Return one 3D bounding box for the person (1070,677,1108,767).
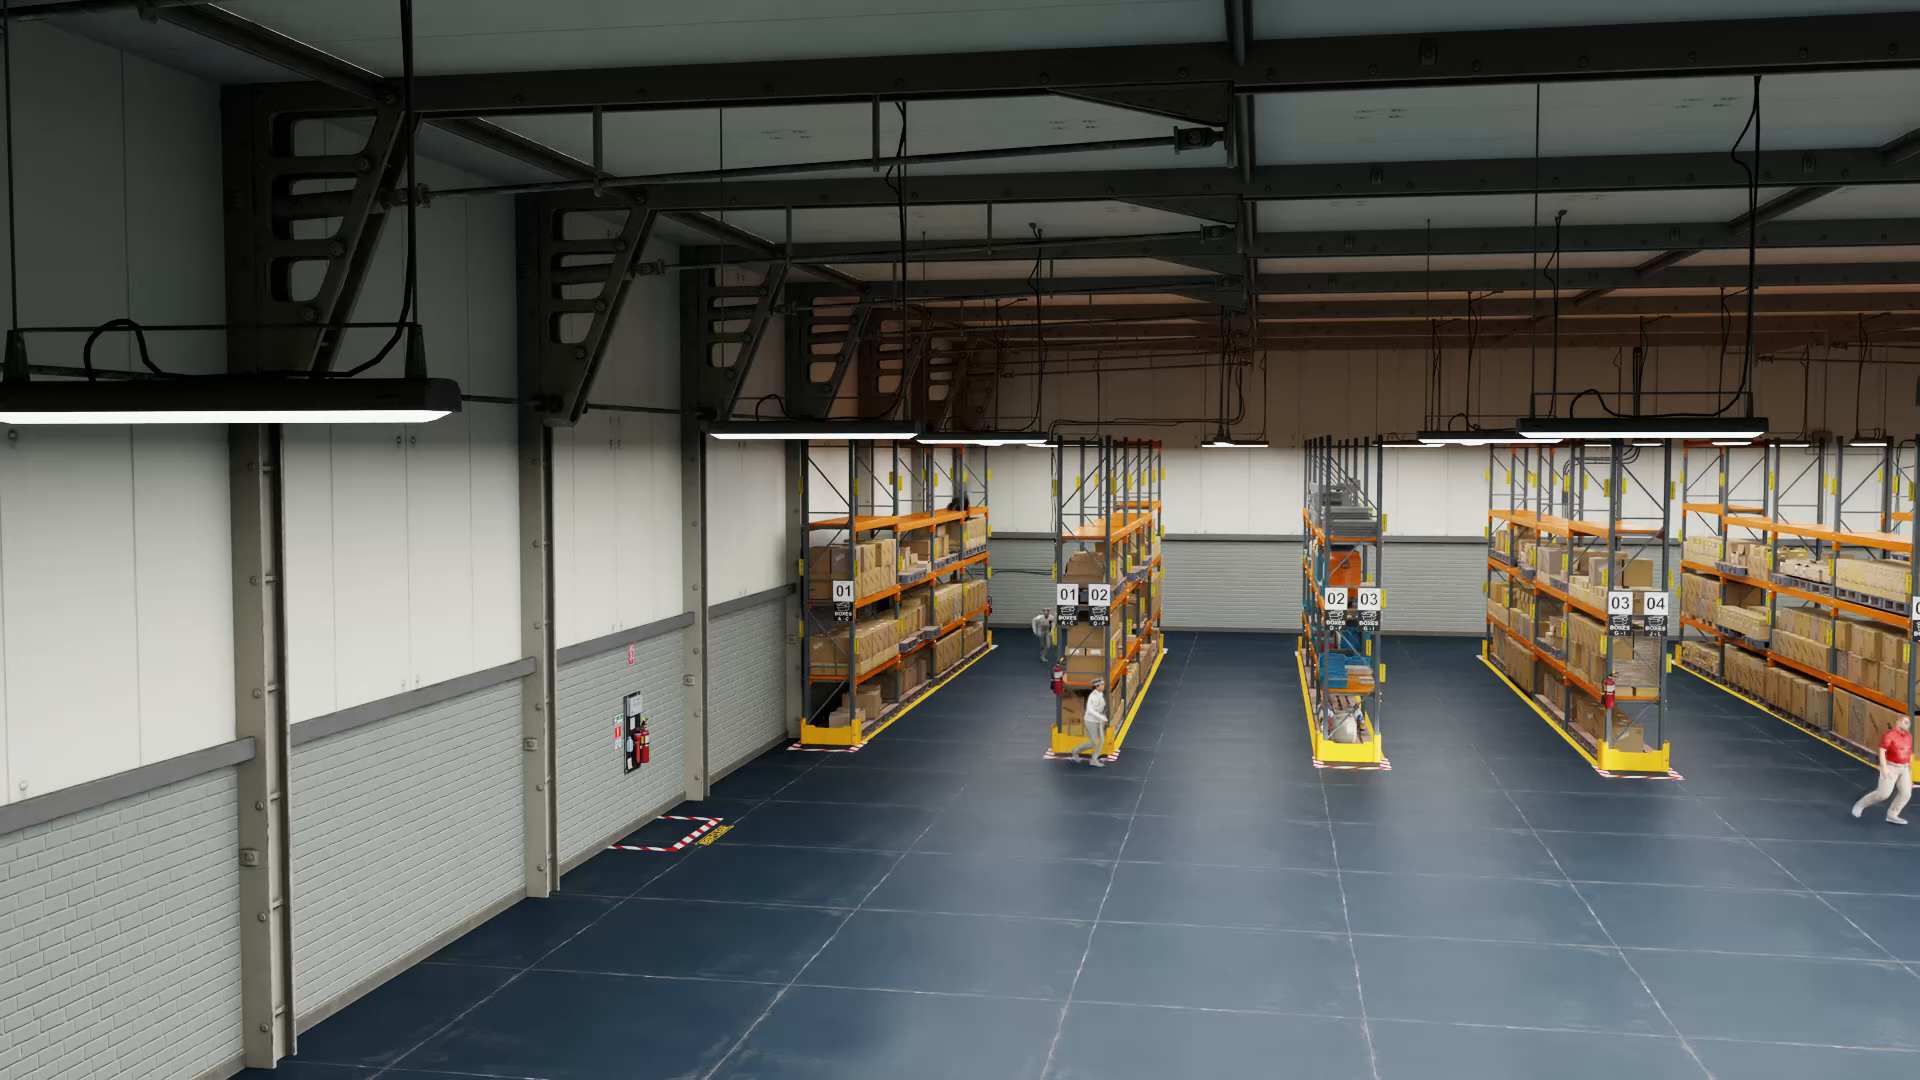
[{"bbox_3d":[2.361,3.286,30.121,0.714,1.642,0.614,1,3,23],"label":"person"}]

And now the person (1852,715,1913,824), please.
[{"bbox_3d":[14.205,3.496,25.520,0.823,1.659,0.595,-1,3,-15],"label":"person"}]

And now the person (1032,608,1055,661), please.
[{"bbox_3d":[2.254,2.561,45.064,0.636,1.485,0.821,0,3,-8],"label":"person"}]
